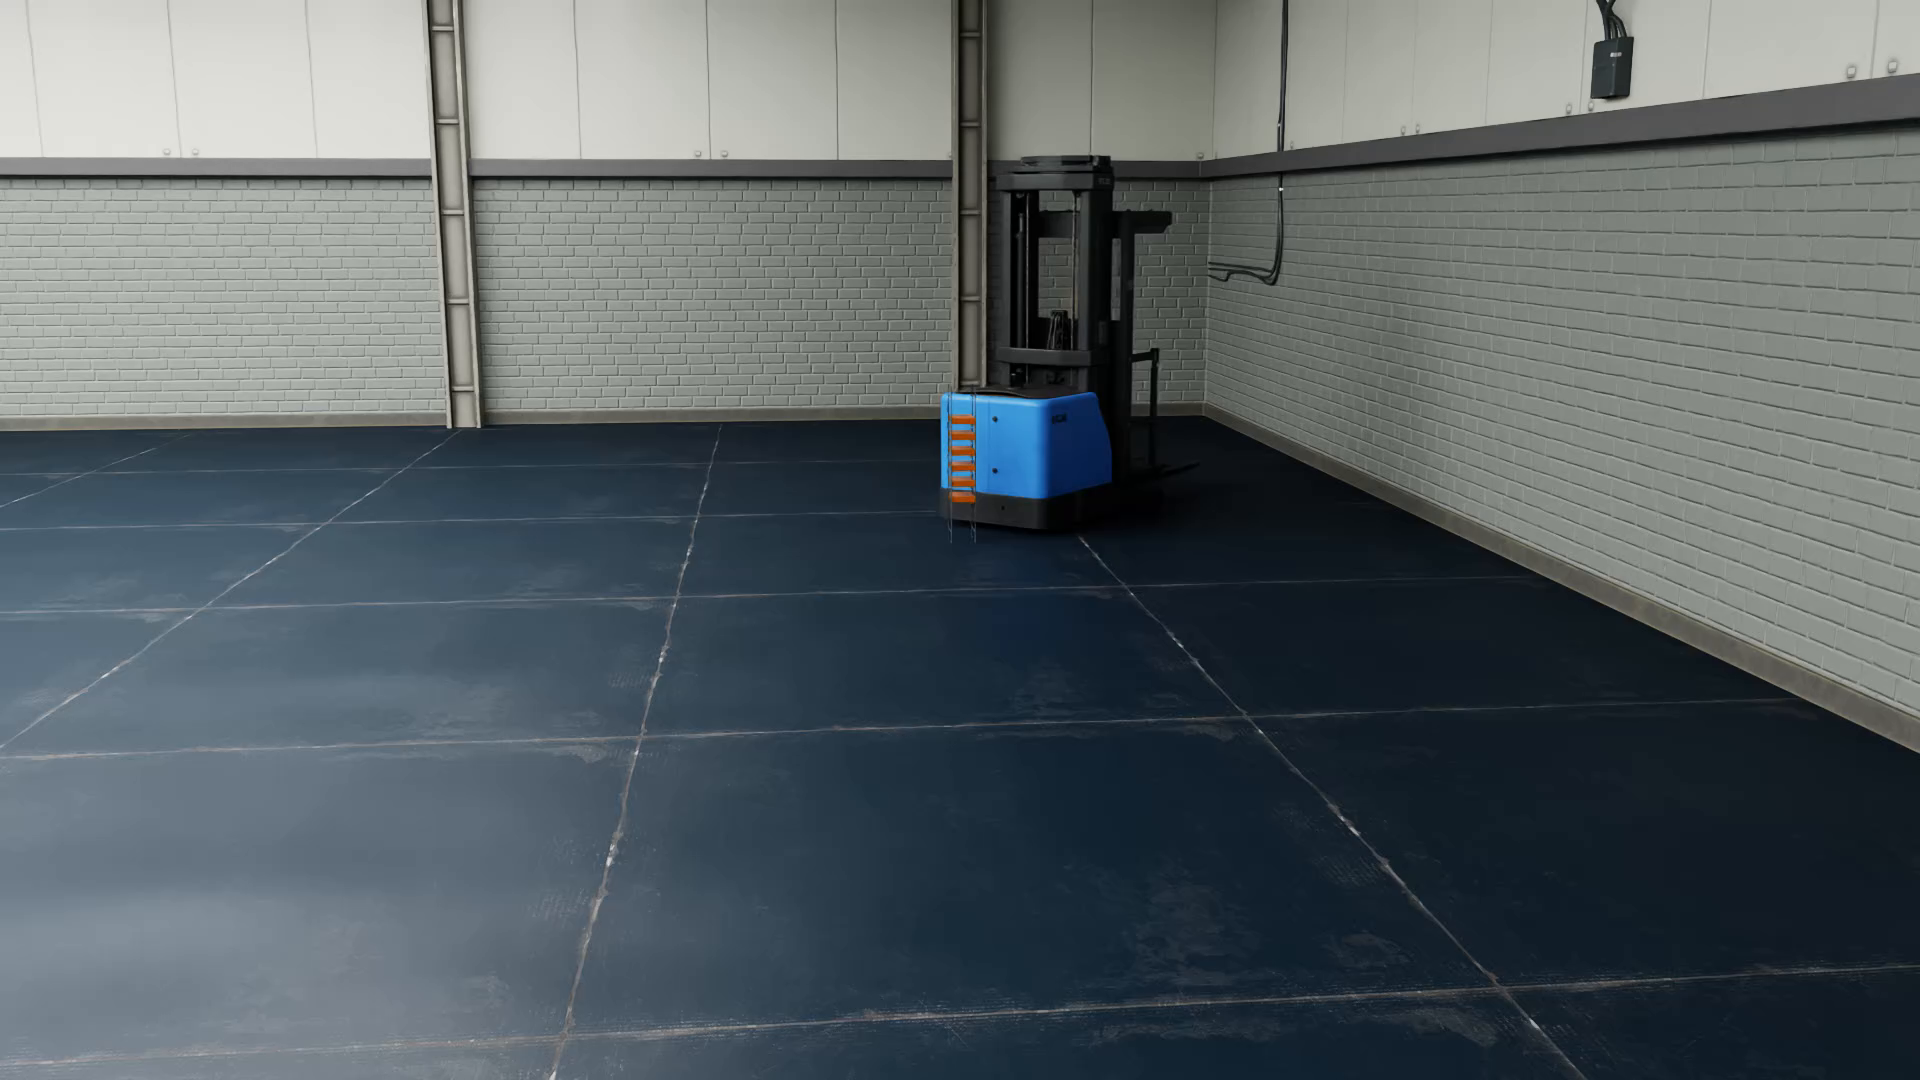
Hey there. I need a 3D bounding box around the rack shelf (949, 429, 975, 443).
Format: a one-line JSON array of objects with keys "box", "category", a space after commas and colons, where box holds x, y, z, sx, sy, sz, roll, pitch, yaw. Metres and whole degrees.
[{"box": [0.014, -0.781, 12.716, 0.180, 0.103, 0.258, -1, 11, -6], "category": "rack shelf"}]

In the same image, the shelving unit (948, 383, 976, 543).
[{"box": [0.014, -0.589, 12.754, 0.189, 1.200, 0.258, -1, 11, -6], "category": "shelving unit"}]

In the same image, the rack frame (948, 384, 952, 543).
[{"box": [-0.077, -0.587, 12.744, 0.006, 1.200, 0.240, -1, 11, -6], "category": "rack frame"}]

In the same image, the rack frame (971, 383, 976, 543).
[{"box": [0.105, -0.591, 12.764, 0.006, 1.200, 0.240, -1, 11, -6], "category": "rack frame"}]

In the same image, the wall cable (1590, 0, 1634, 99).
[{"box": [4.189, -5.546, 8.934, 0.169, 6.003, 2.305, -1, 11, -6], "category": "wall cable"}]

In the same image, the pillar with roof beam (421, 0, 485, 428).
[{"box": [-5.392, -4.940, 14.667, 0.400, 9.000, 9.100, -1, 11, -6], "category": "pillar with roof beam"}]

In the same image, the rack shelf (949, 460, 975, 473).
[{"box": [0.014, -0.545, 12.762, 0.180, 0.103, 0.258, -1, 11, -6], "category": "rack shelf"}]

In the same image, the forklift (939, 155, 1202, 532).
[{"box": [1.091, -1.738, 14.108, 1.130, 2.935, 3.031, 8, 14, 34], "category": "forklift"}]

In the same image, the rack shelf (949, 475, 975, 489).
[{"box": [0.014, -0.428, 12.786, 0.180, 0.103, 0.258, -1, 11, -6], "category": "rack shelf"}]

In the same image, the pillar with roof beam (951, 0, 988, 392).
[{"box": [0.573, -5.065, 15.303, 0.400, 9.000, 9.100, -1, 11, -6], "category": "pillar with roof beam"}]

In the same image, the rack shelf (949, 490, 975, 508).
[{"box": [0.014, -0.310, 12.809, 0.180, 0.103, 0.258, -1, 11, -6], "category": "rack shelf"}]

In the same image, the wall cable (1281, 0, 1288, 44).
[{"box": [3.472, -6.134, 15.698, 0.112, 2.526, 3.097, -1, 11, -6], "category": "wall cable"}]

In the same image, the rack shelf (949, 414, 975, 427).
[{"box": [0.014, -0.899, 12.693, 0.180, 0.103, 0.258, -1, 11, -6], "category": "rack shelf"}]

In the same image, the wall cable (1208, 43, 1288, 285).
[{"box": [3.180, -4.175, 18.824, 0.112, 2.526, 3.097, -1, 11, -6], "category": "wall cable"}]

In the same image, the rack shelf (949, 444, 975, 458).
[{"box": [0.014, -0.663, 12.739, 0.180, 0.103, 0.258, -1, 11, -6], "category": "rack shelf"}]
